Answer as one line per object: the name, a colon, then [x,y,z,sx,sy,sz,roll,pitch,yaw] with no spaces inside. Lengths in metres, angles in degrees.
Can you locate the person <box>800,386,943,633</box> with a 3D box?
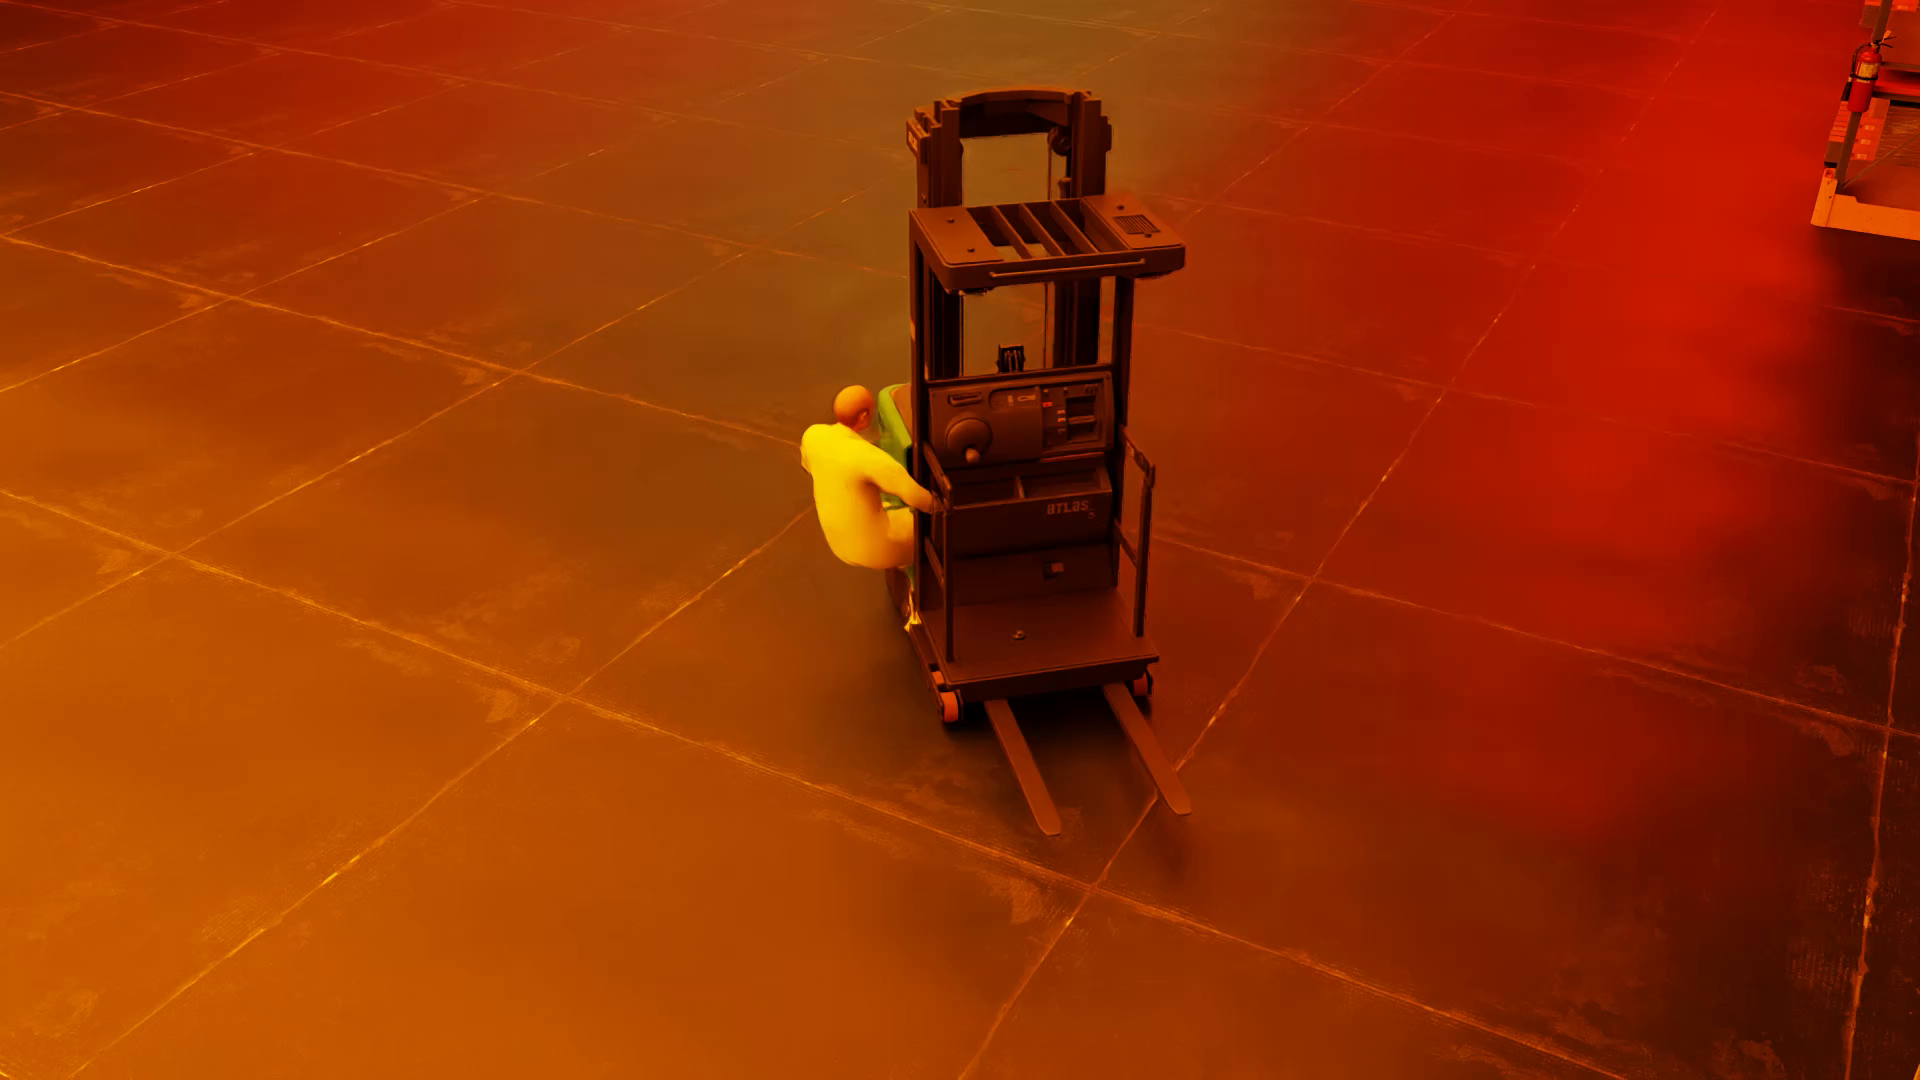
person: [-0.358,-0.182,8.828,0.869,1.537,0.908,21,36,32]

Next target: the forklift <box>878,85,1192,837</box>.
forklift: [0.361,-0.550,8.024,1.130,2.935,3.031,-7,31,-12]
